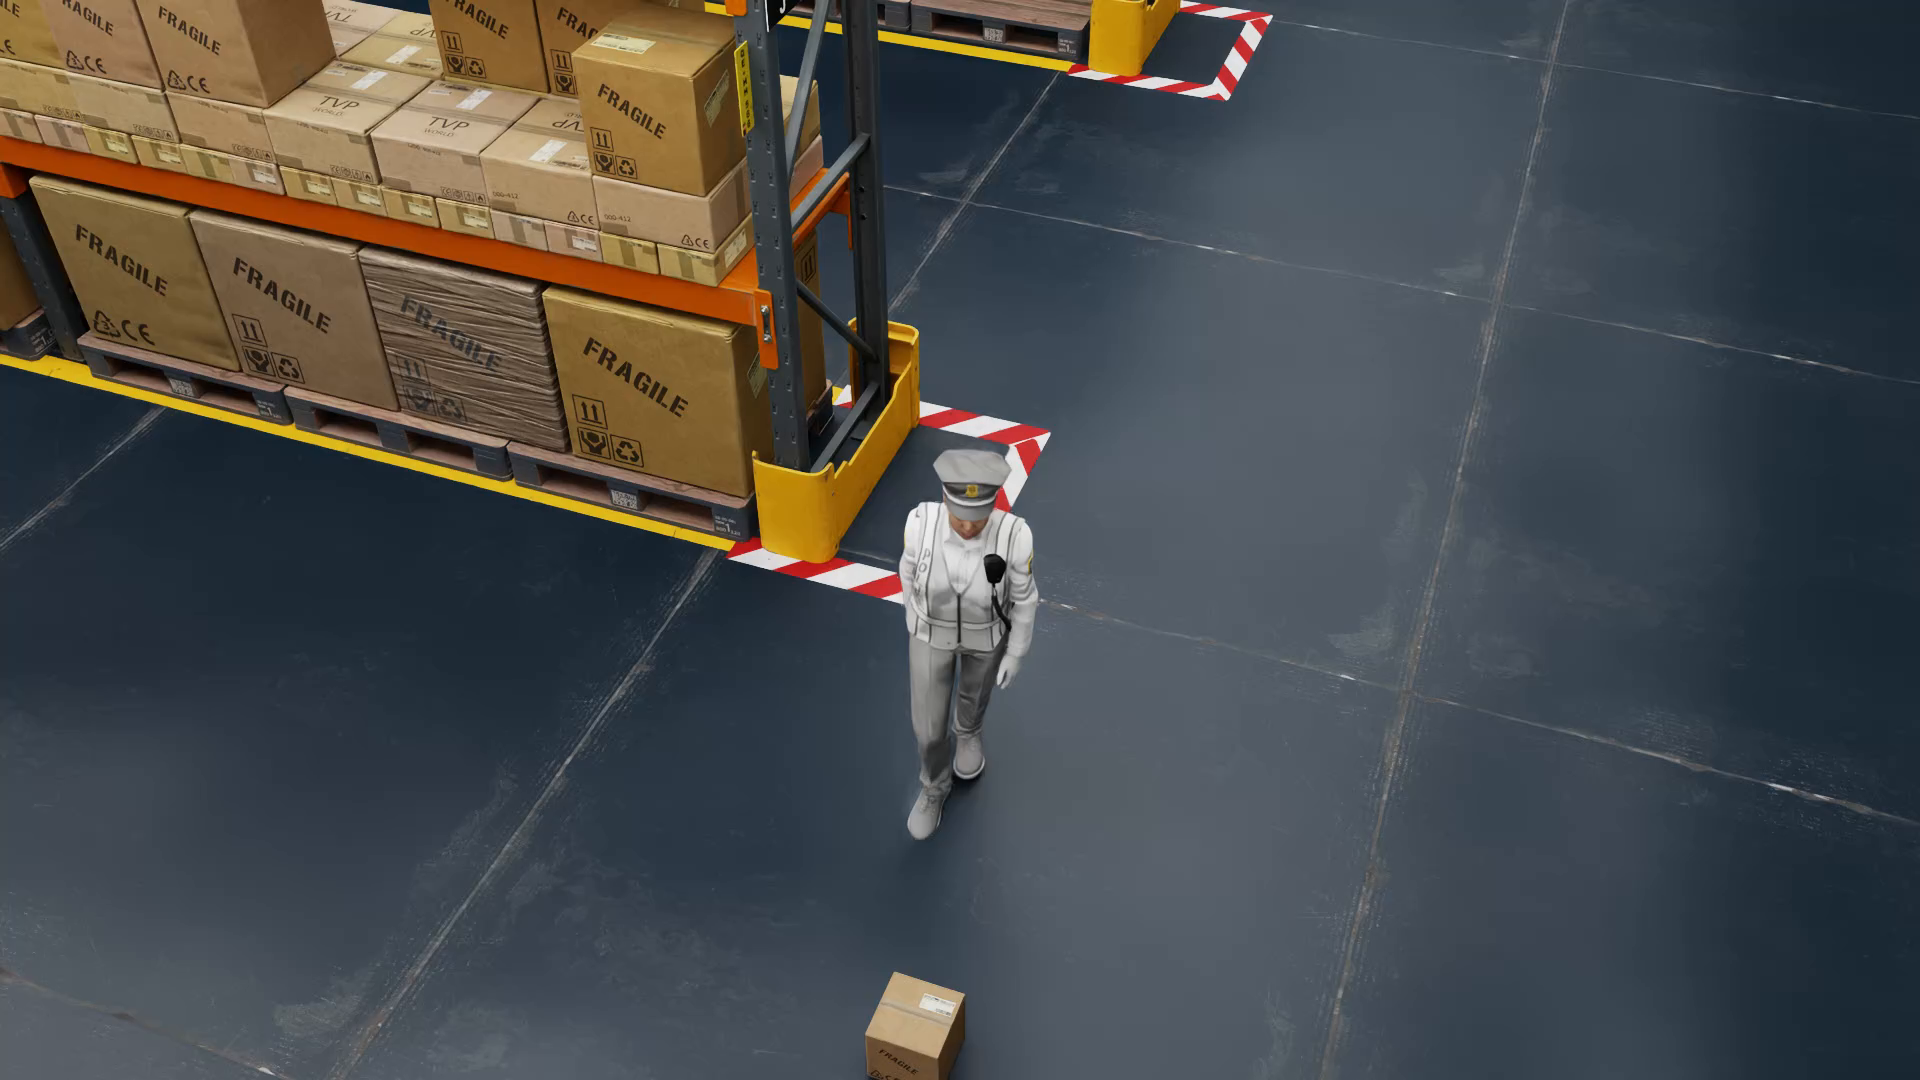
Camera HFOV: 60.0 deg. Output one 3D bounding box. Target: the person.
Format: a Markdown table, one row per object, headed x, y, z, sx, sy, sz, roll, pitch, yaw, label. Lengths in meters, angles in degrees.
| x | y | z | sx | sy | sz | roll | pitch | yaw | label |
| --- | --- | --- | --- | --- | --- | --- | --- | --- | --- |
| 0.029 | 0.322 | 5.810 | 0.474 | 1.710 | 0.535 | 0 | 42 | 0 | person |
